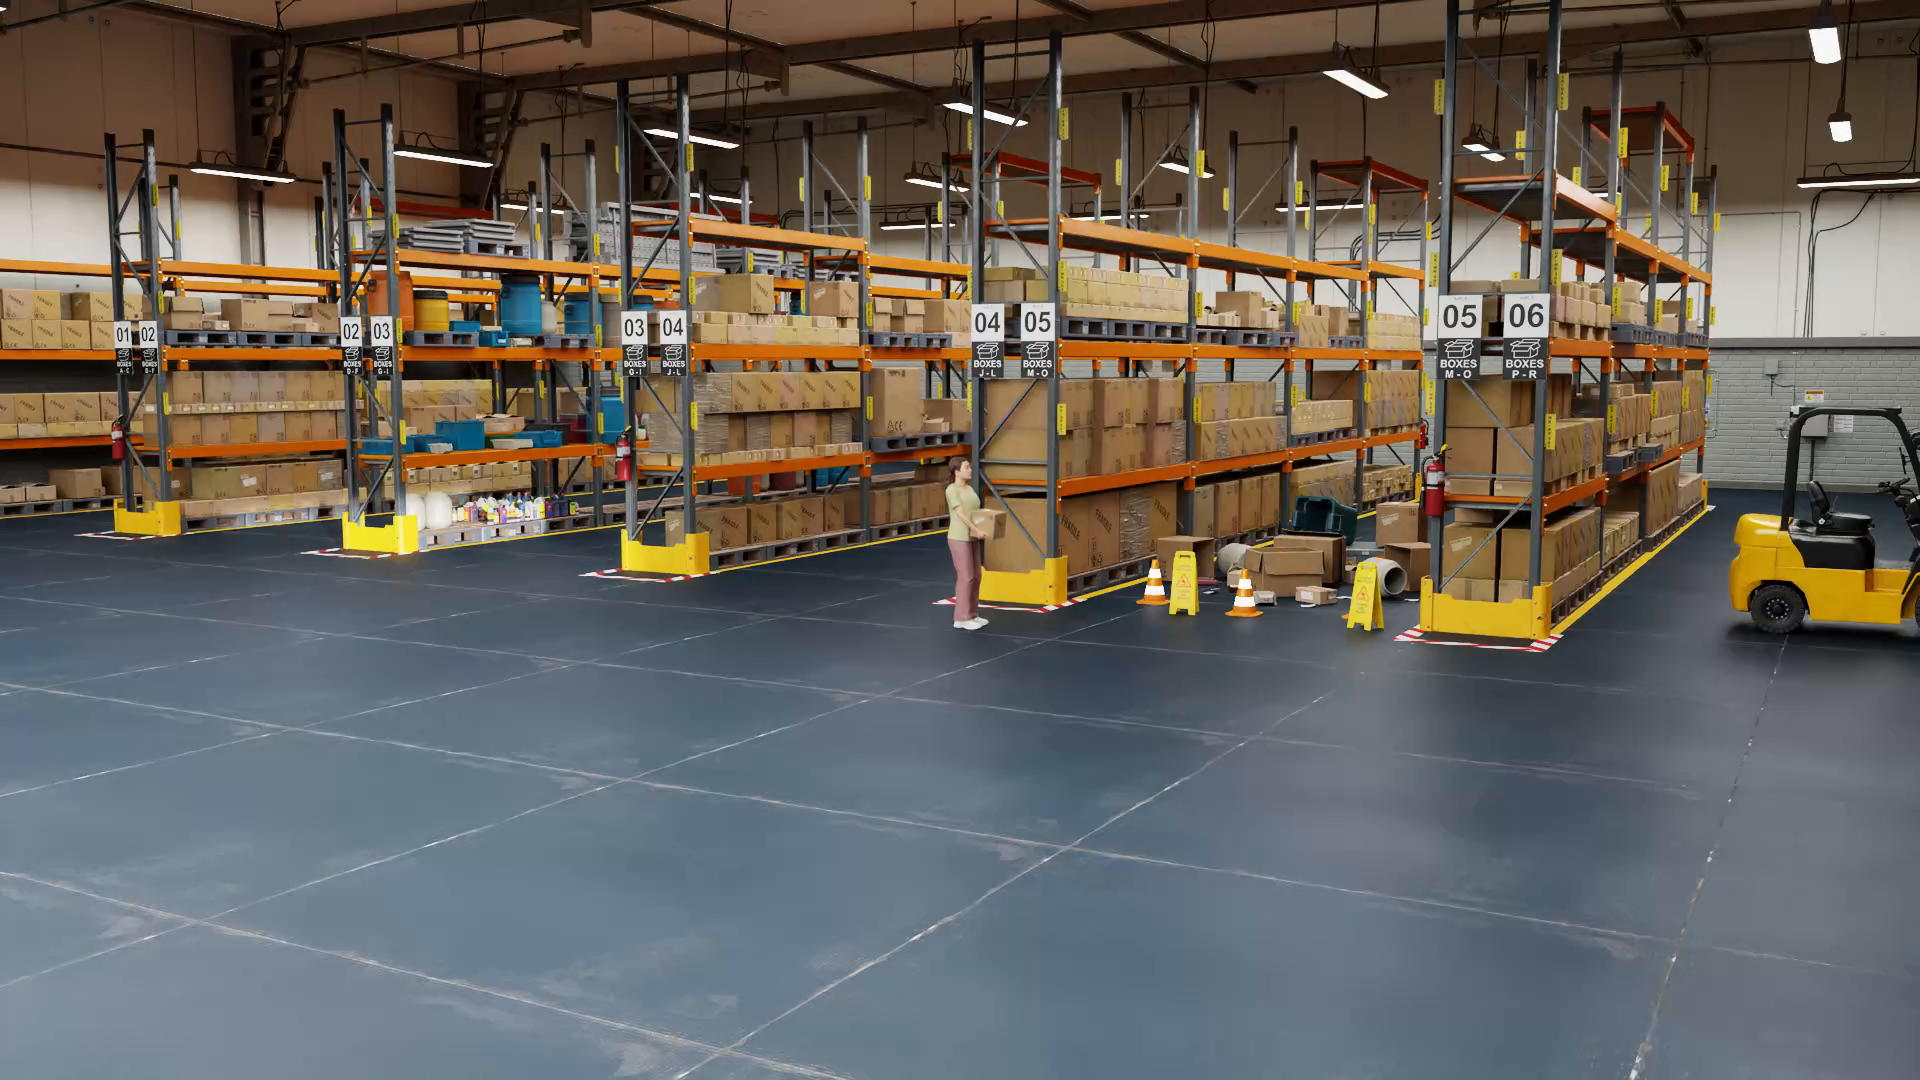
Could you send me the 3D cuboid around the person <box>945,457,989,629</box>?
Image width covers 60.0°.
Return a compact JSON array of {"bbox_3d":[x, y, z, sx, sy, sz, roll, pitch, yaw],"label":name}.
[{"bbox_3d":[0.105,0.022,16.173,0.558,1.663,0.428,3,7,29],"label":"person"}]
